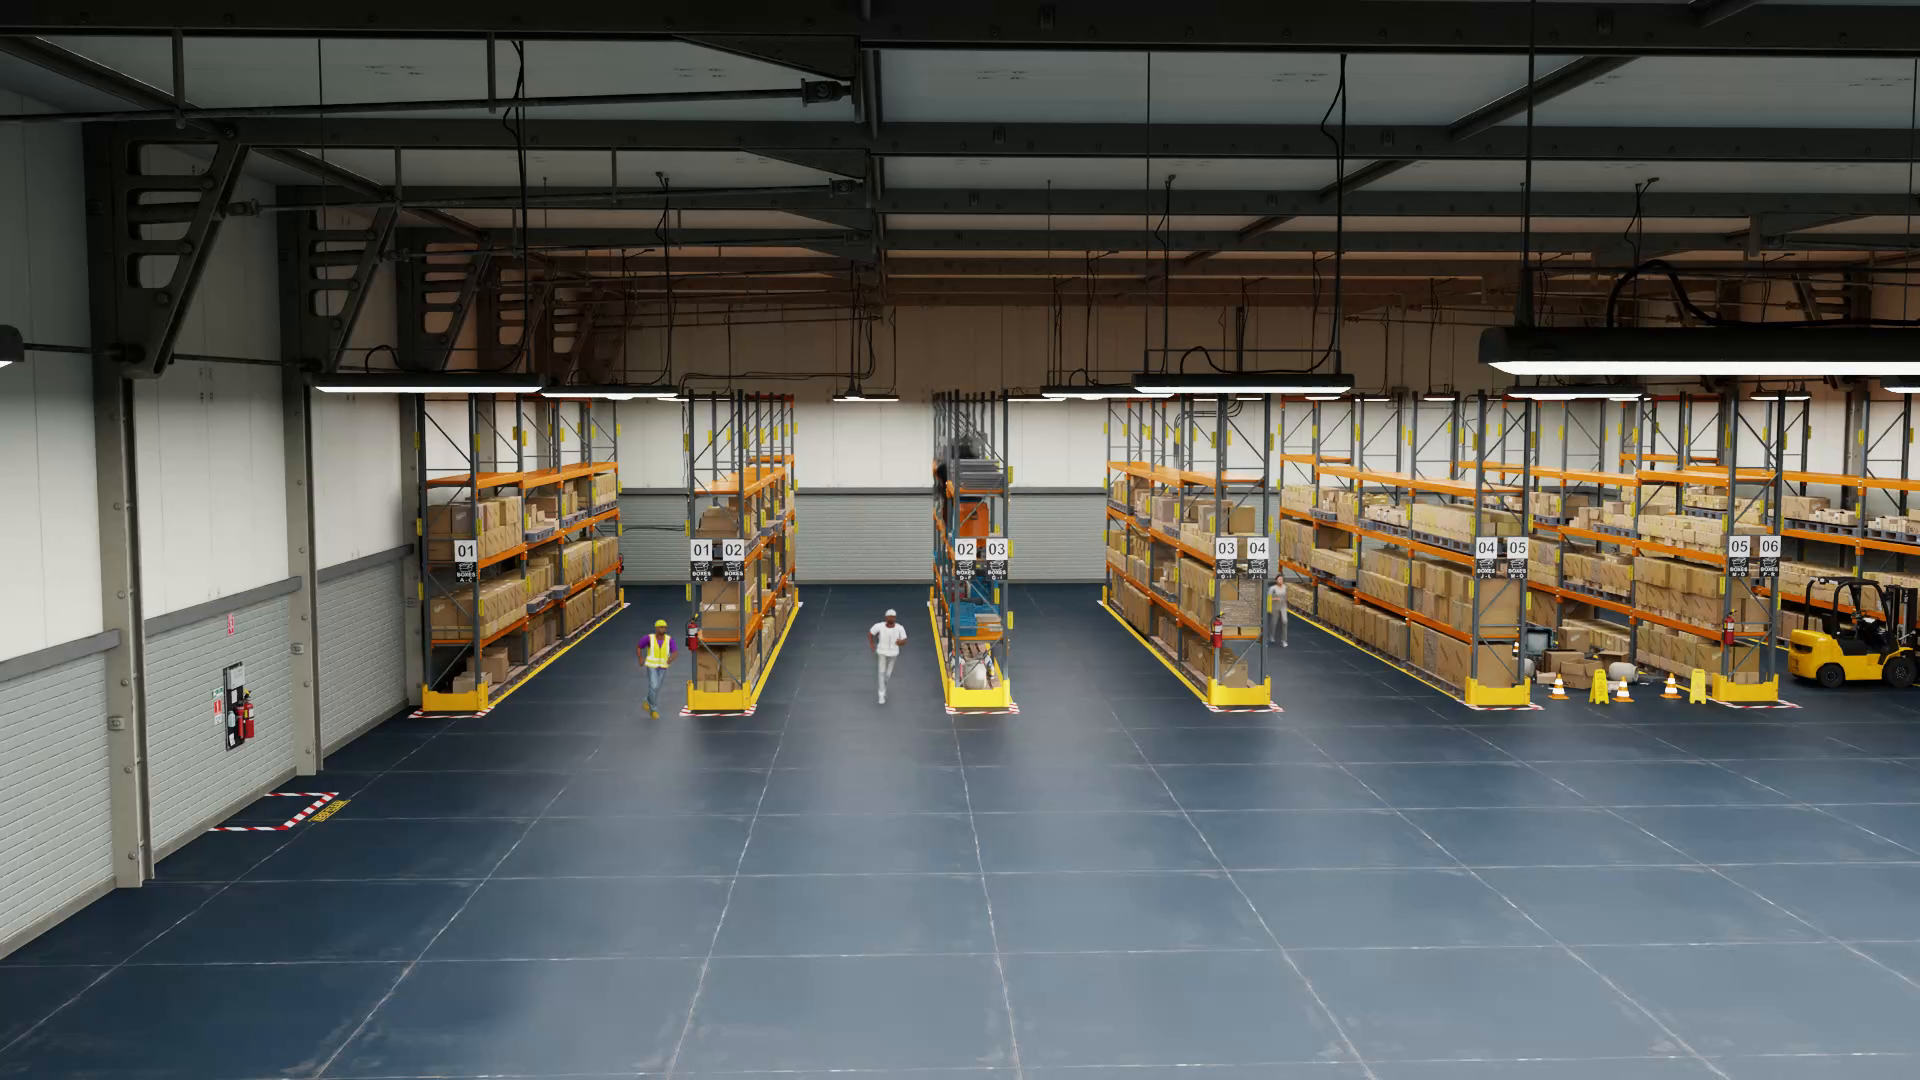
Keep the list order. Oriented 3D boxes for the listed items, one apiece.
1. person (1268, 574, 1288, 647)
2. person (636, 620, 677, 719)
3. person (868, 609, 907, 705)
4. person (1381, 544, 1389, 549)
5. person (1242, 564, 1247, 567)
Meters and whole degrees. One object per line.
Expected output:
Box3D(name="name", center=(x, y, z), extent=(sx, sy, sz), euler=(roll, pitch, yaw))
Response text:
Box3D(name="person", center=(7.566, 1.654, 39.588), extent=(0.518, 1.696, 0.887), euler=(0, 5, -6))
Box3D(name="person", center=(-5.572, 2.357, 30.669), extent=(0.726, 1.752, 0.839), euler=(-3, 5, -30))
Box3D(name="person", center=(-1.384, 2.229, 32.162), extent=(0.718, 1.795, 0.875), euler=(-1, 5, -13))
Box3D(name="person", center=(12.638, 0.919, 49.171), extent=(0.832, 1.620, 0.546), euler=(0, 5, 2))
Box3D(name="person", center=(7.951, 1.154, 46.090), extent=(0.610, 1.665, 0.872), euler=(0, 5, -4))
